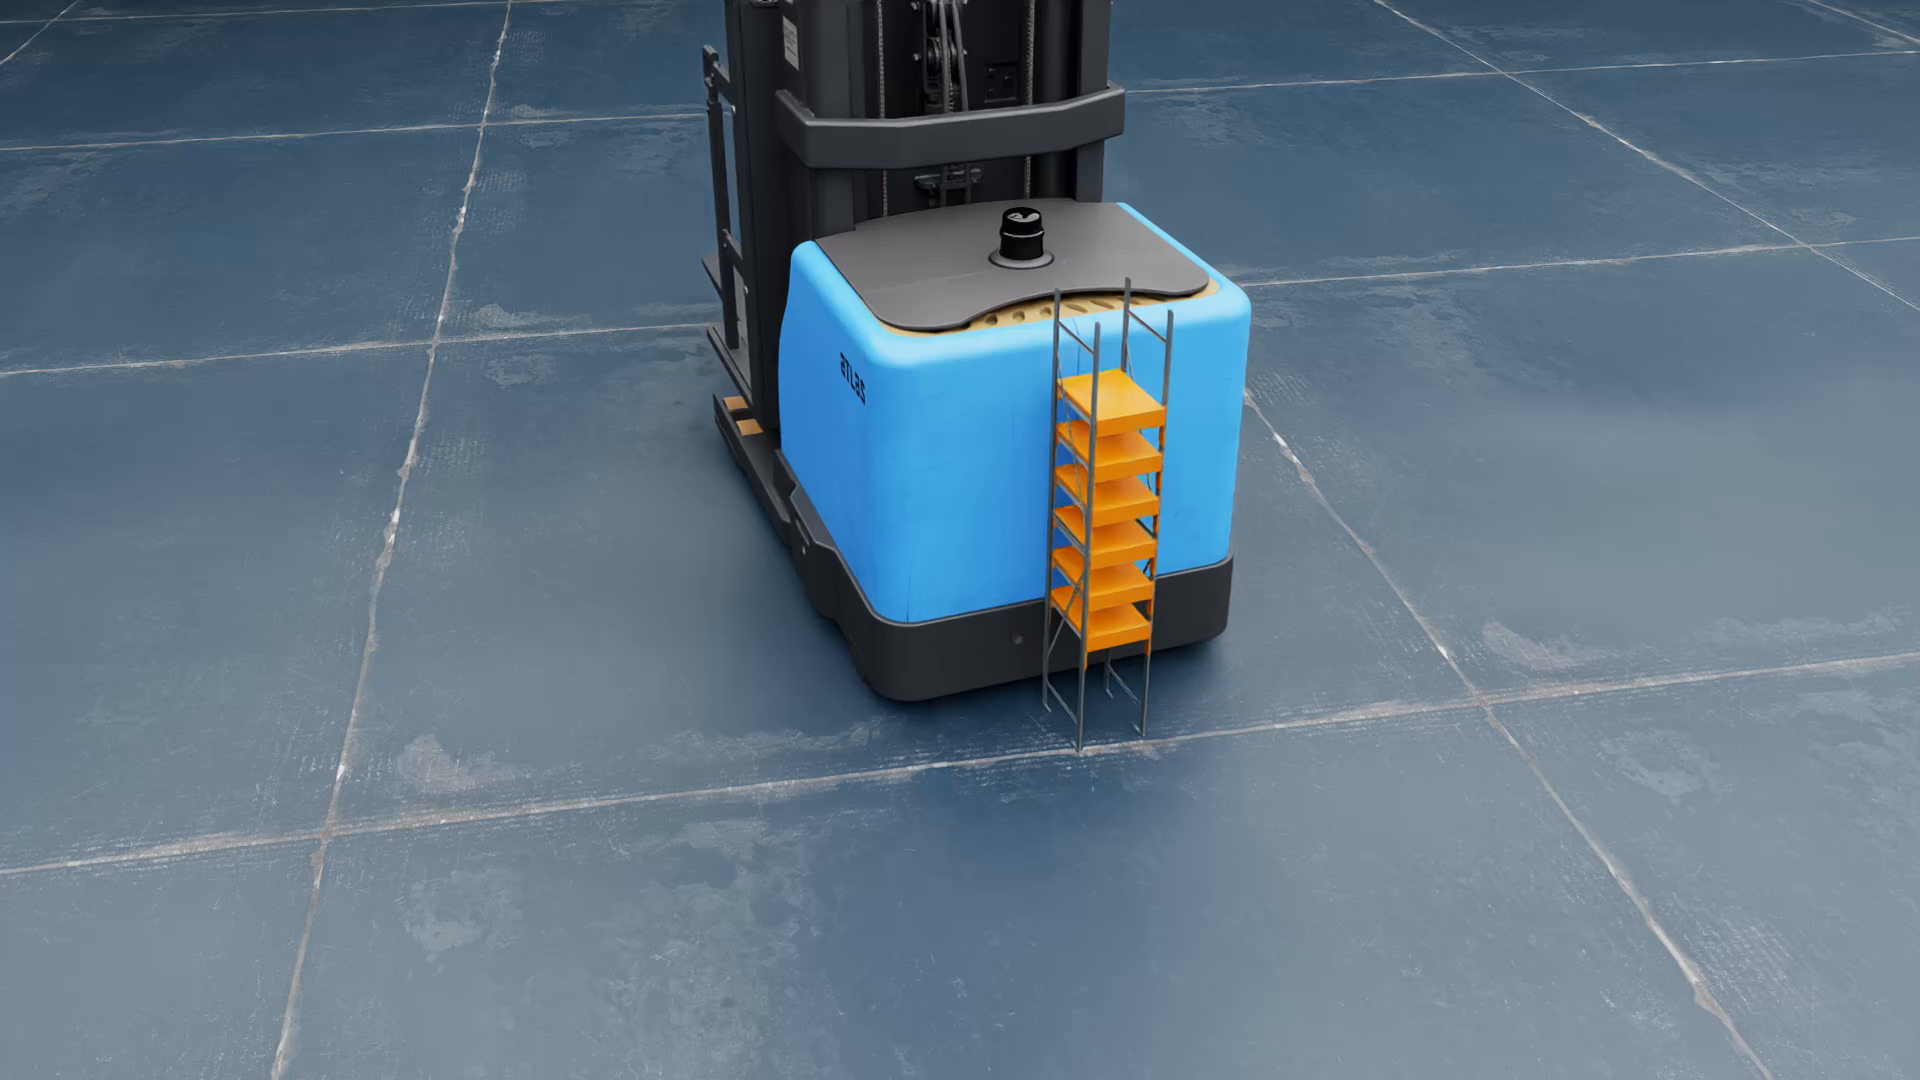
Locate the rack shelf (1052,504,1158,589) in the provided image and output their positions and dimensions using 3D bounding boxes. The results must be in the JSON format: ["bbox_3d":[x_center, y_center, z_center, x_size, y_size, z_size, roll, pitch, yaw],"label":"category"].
[{"bbox_3d":[0.353,0.002,4.151,0.180,0.103,0.258,-11,32,-18],"label":"rack shelf"}]

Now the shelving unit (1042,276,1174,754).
[{"bbox_3d":[0.353,-0.037,4.129,0.189,1.200,0.258,-11,32,-18],"label":"shelving unit"}]

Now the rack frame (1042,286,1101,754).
[{"bbox_3d":[0.268,-0.020,4.100,0.006,1.200,0.240,-11,32,-18],"label":"rack frame"}]

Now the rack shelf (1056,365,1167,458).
[{"bbox_3d":[0.353,-0.309,3.969,0.180,0.103,0.258,-11,32,-18],"label":"rack shelf"}]

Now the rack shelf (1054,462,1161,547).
[{"bbox_3d":[0.353,-0.102,4.090,0.180,0.103,0.258,-11,32,-18],"label":"rack shelf"}]

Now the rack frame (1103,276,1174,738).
[{"bbox_3d":[0.438,-0.053,4.157,0.006,1.200,0.240,-11,32,-18],"label":"rack frame"}]

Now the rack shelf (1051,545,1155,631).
[{"bbox_3d":[0.353,0.105,4.212,0.180,0.103,0.258,-11,32,-18],"label":"rack shelf"}]

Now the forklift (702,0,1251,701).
[{"bbox_3d":[-0.219,-1.572,5.032,1.130,2.935,3.031,-10,32,-17],"label":"forklift"}]

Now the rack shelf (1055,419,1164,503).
[{"bbox_3d":[0.353,-0.205,4.029,0.180,0.103,0.258,-11,32,-18],"label":"rack shelf"}]

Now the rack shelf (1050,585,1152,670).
[{"bbox_3d":[0.353,0.209,4.273,0.180,0.103,0.258,-11,32,-18],"label":"rack shelf"}]
